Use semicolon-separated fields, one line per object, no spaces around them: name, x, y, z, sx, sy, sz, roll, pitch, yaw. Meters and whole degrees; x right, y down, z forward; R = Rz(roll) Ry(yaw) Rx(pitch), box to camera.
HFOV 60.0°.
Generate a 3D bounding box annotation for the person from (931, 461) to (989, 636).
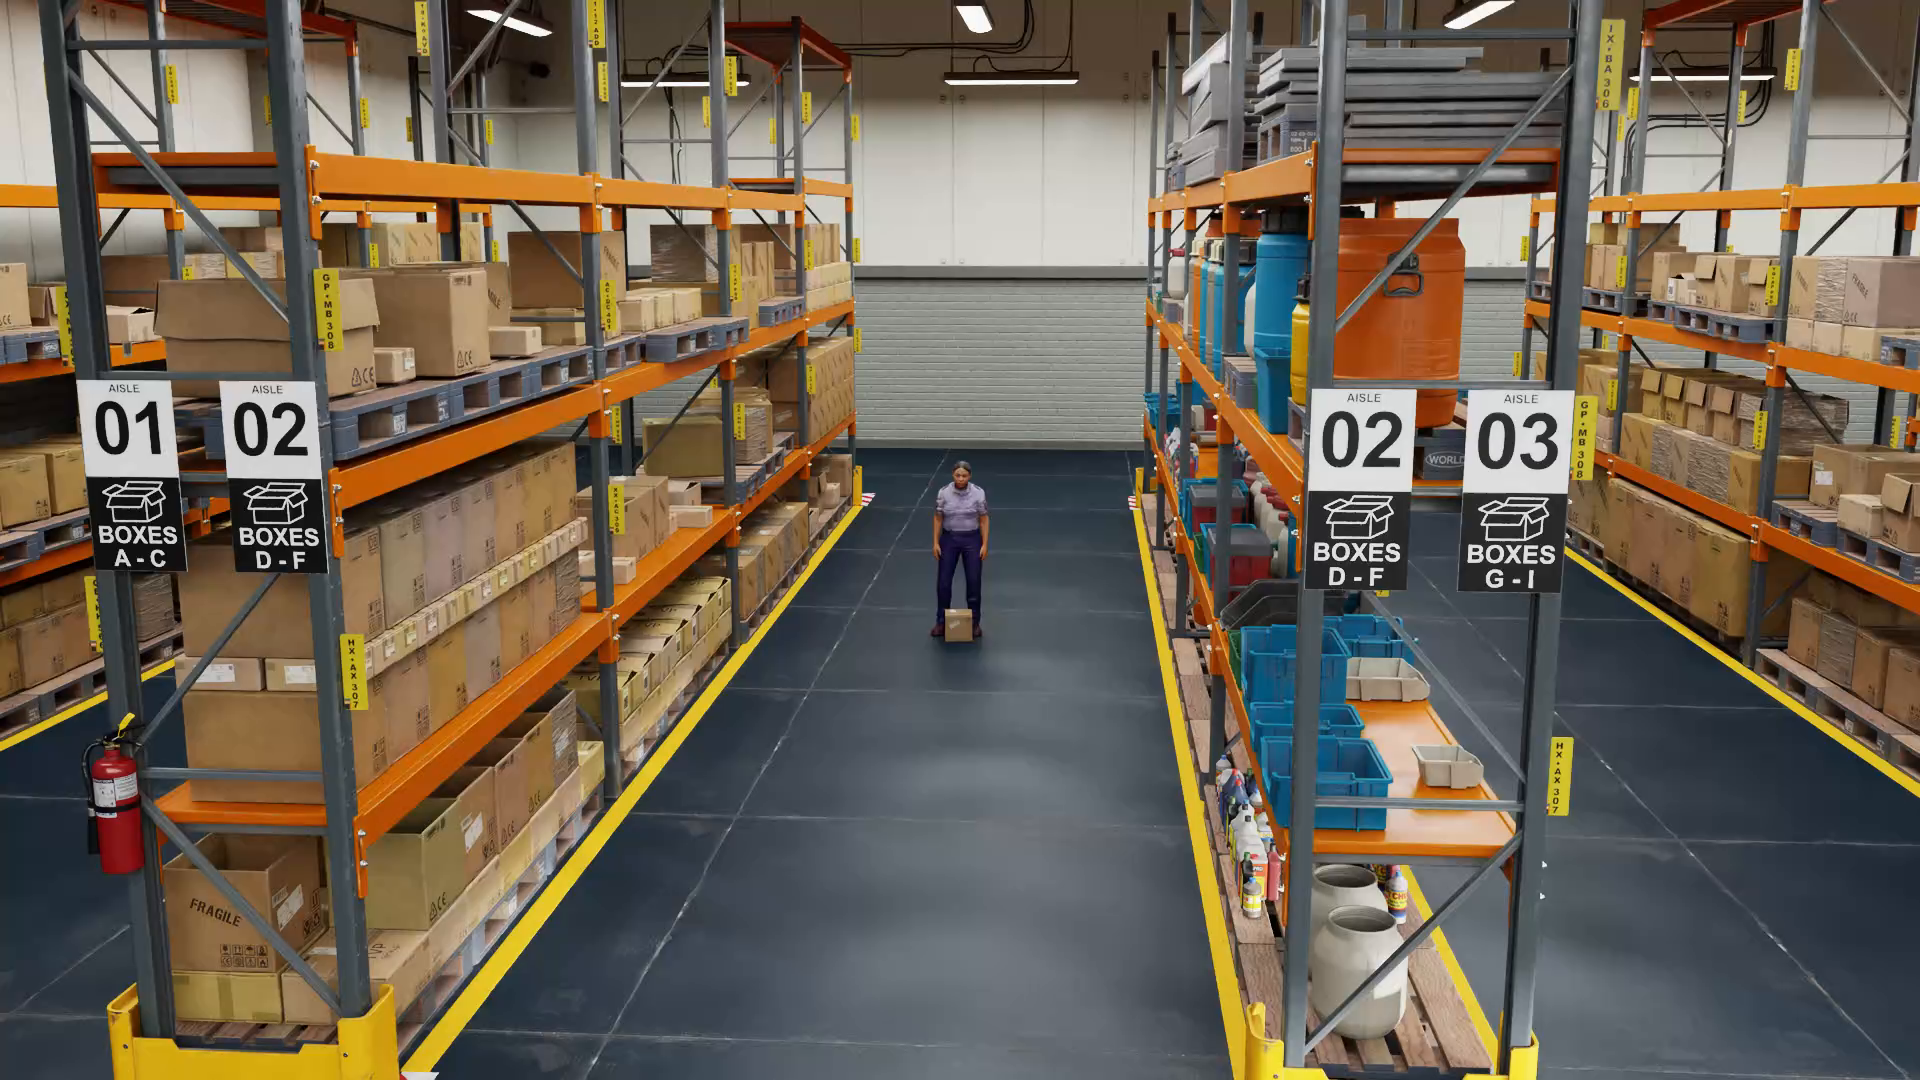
person;0.000;0.064;15.616;0.538;1.652;0.371;1;11;4
